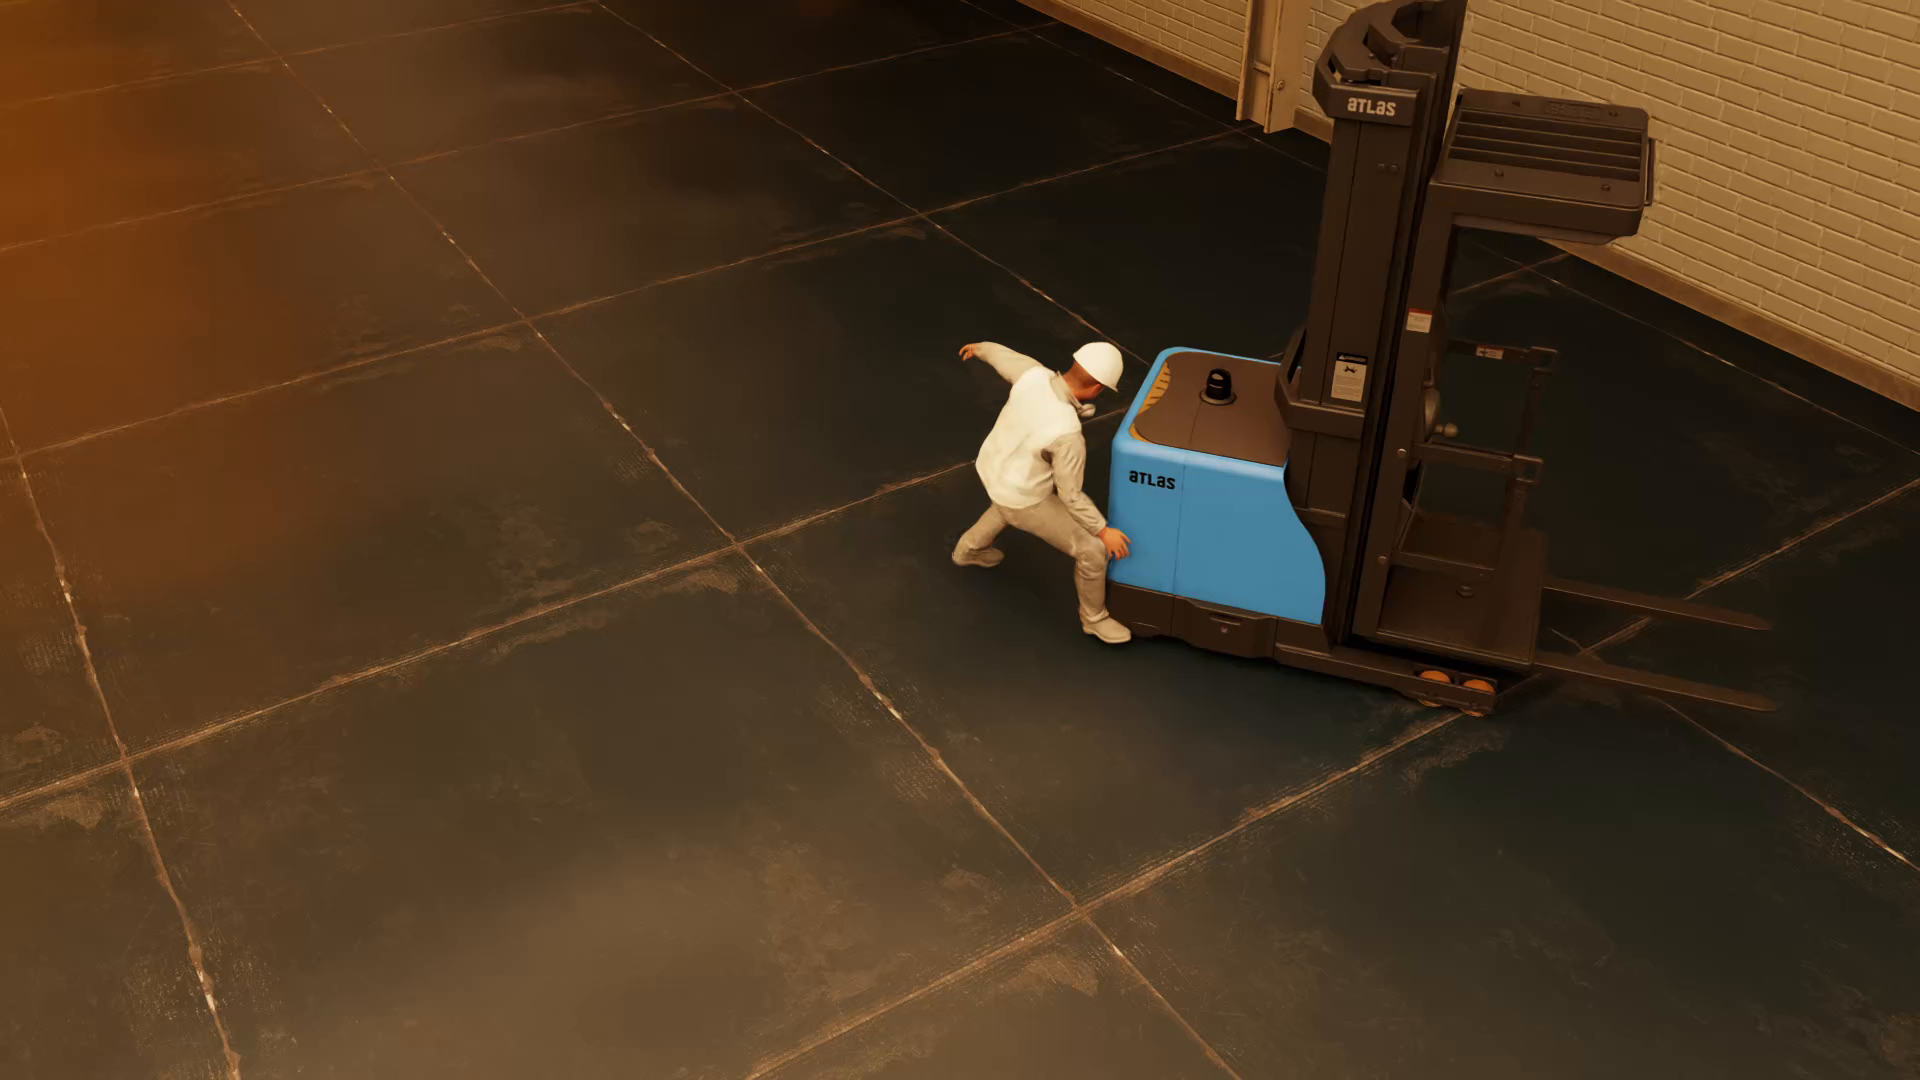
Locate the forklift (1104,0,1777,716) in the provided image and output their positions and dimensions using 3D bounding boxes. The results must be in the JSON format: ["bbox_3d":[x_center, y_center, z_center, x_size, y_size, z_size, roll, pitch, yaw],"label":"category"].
[{"bbox_3d":[2.247,-0.744,7.207,3.031,2.935,1.130,12,37,16],"label":"forklift"}]

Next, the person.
[{"bbox_3d":[0.339,-0.322,7.864,0.682,1.505,1.148,-11,36,-15],"label":"person"}]
